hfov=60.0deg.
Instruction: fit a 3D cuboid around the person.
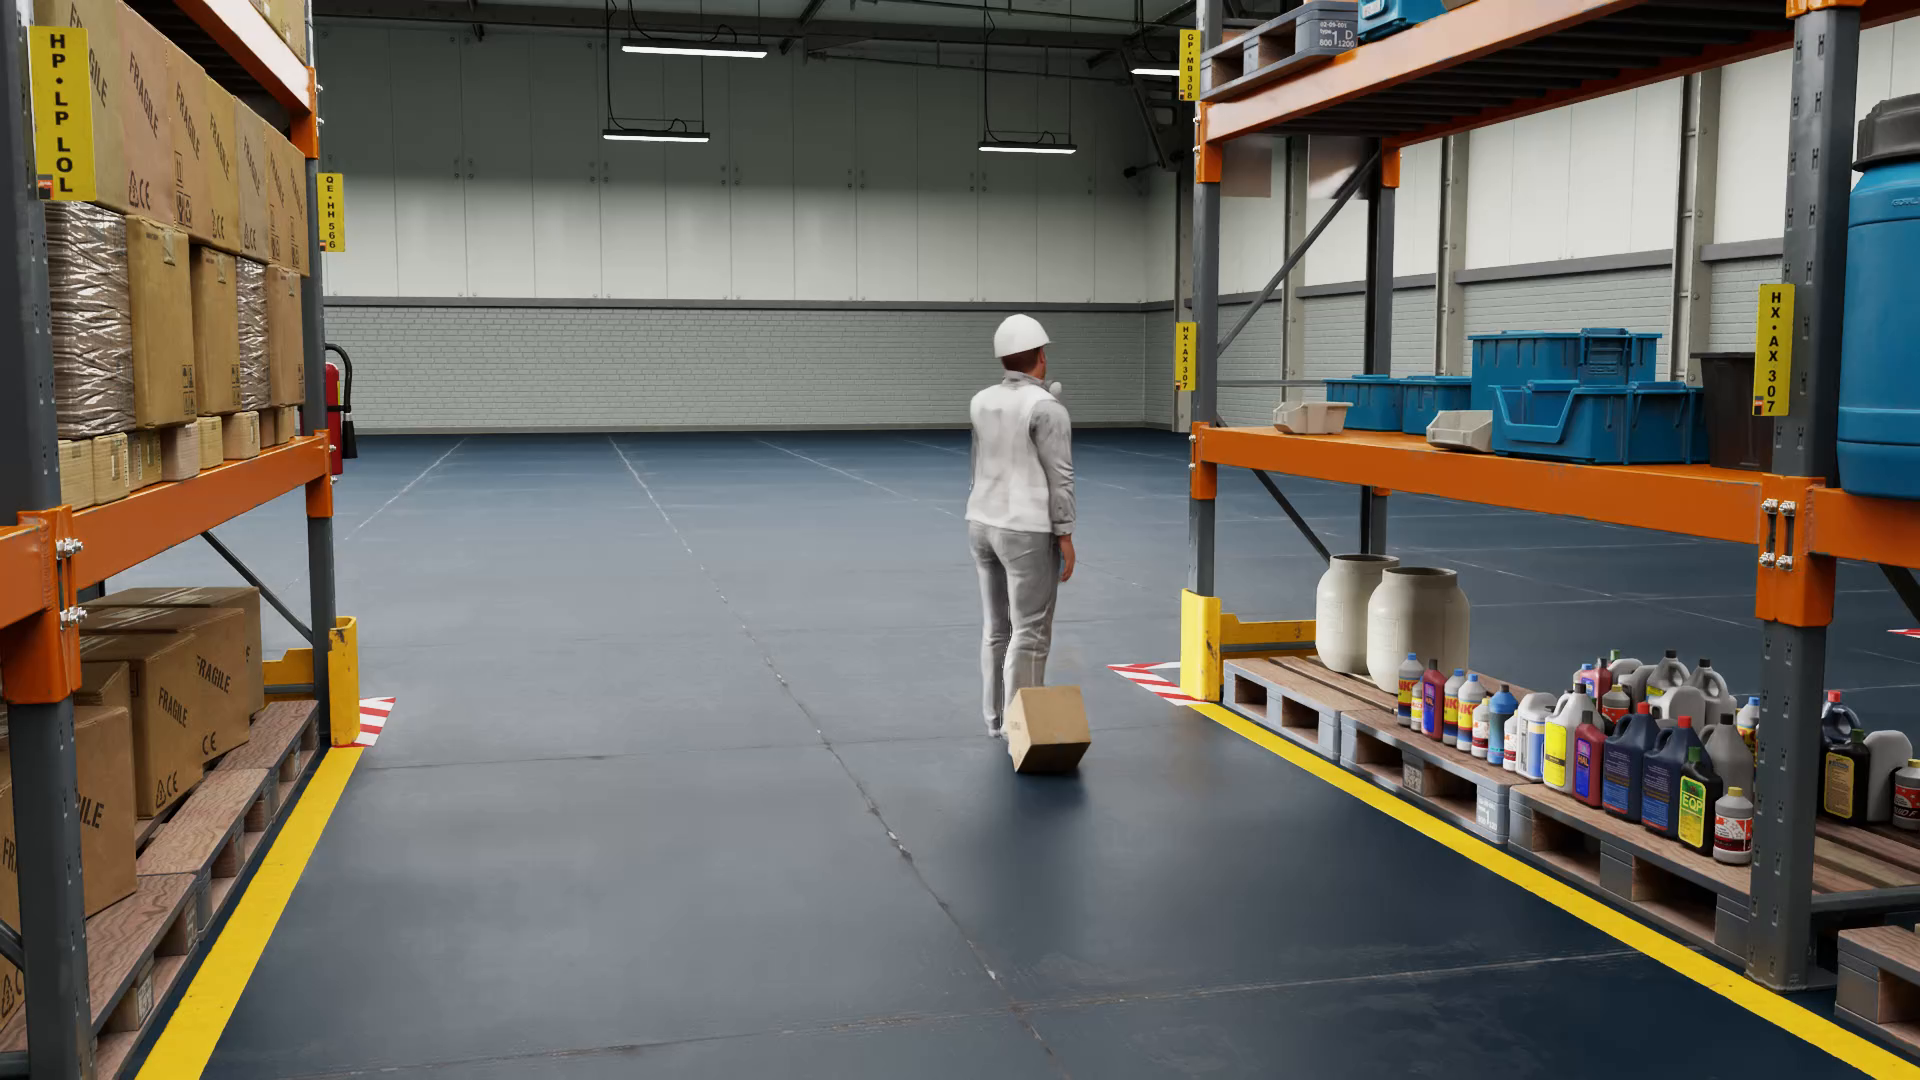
[{"bbox_3d":[0.284,-0.032,6.855,0.462,1.781,0.585,-5,8,-40],"label":"person"}]
